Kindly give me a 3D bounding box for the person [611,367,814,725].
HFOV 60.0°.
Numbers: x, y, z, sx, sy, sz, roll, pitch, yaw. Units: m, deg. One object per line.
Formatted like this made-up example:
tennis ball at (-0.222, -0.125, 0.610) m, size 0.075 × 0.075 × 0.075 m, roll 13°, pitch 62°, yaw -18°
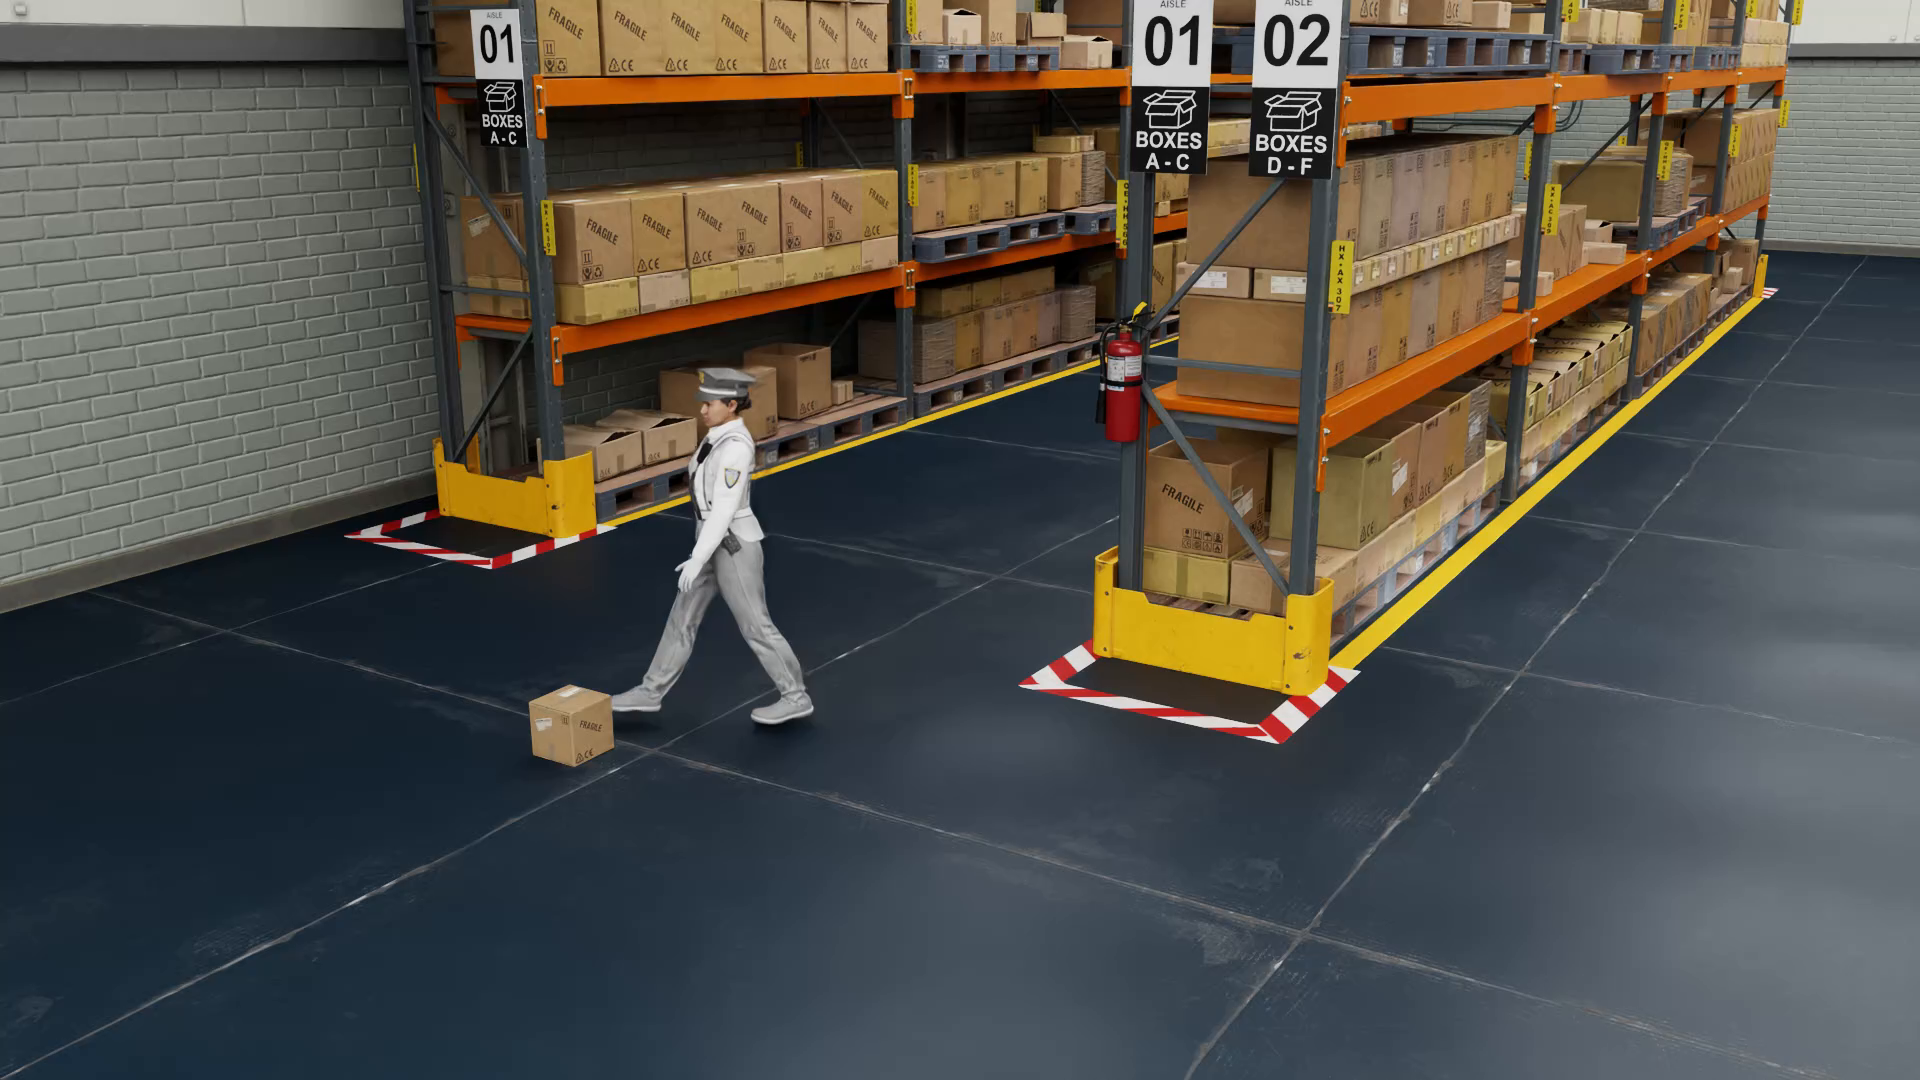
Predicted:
person at (-1.154, 0.044, 7.359) m, size 0.954 × 1.622 × 0.529 m, roll -5°, pitch 17°, yaw -16°
